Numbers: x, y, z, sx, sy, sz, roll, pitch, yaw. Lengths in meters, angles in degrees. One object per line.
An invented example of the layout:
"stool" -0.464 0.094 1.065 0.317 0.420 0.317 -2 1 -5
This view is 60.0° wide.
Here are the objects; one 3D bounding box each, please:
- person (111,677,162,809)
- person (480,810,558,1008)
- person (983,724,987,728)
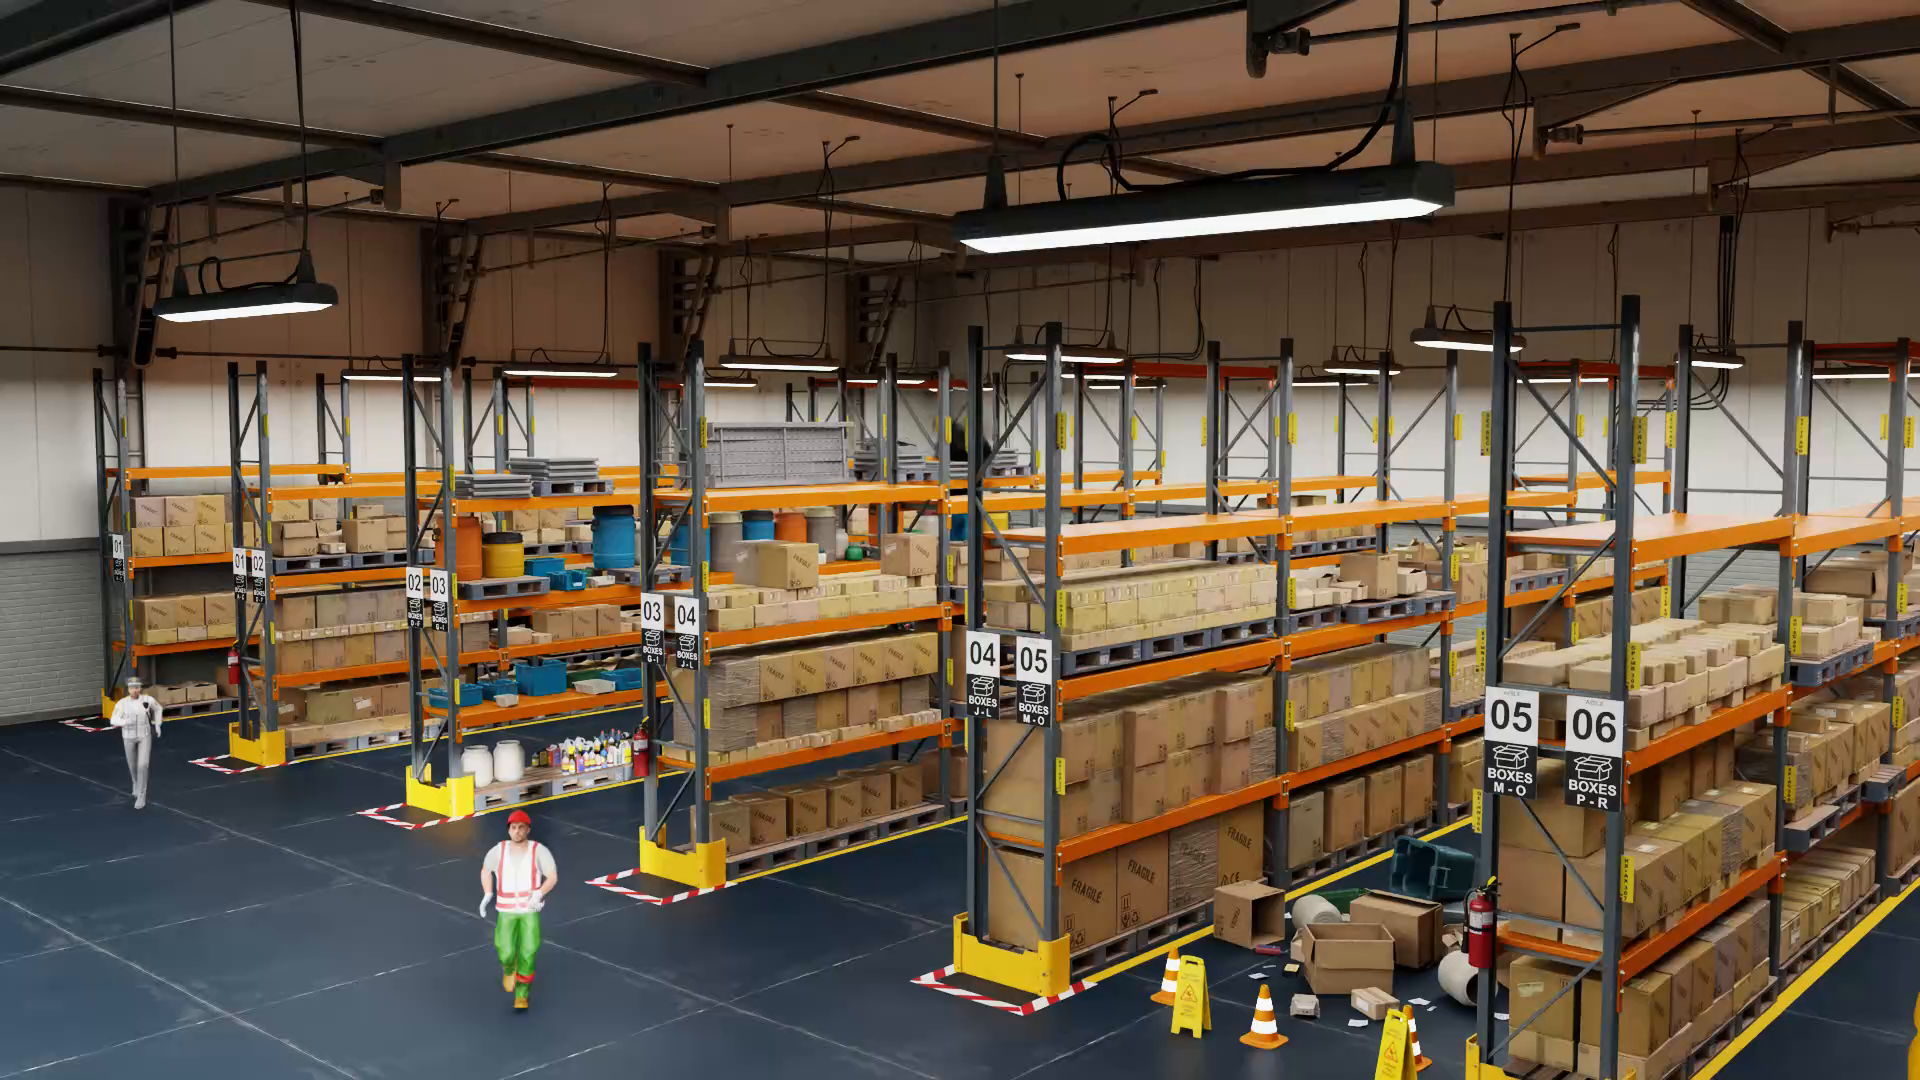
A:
"person" -11.001 2.665 22.231 0.591 1.716 0.855 -2 4 -20
"person" -3.842 3.209 14.456 0.655 1.692 0.538 -1 4 -10
"person" 0.377 2.092 26.130 0.699 1.737 0.537 2 5 29
